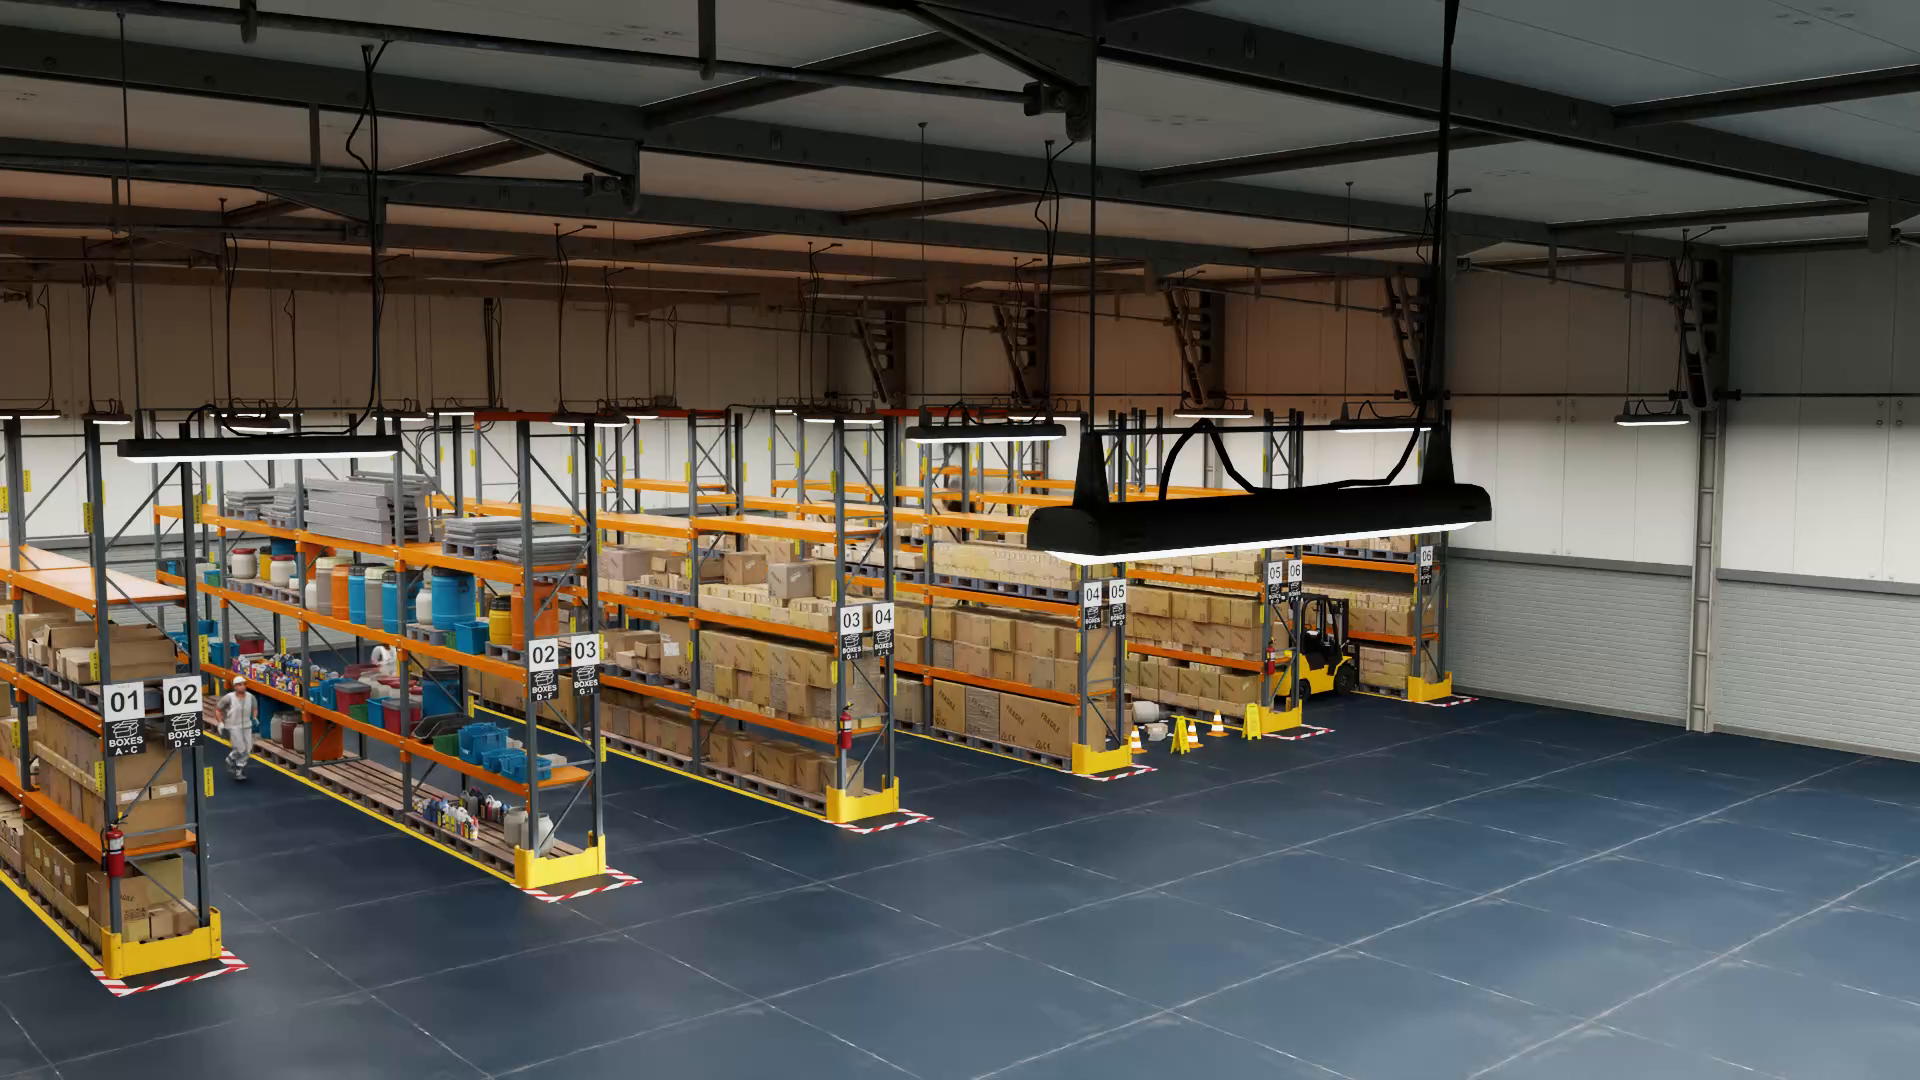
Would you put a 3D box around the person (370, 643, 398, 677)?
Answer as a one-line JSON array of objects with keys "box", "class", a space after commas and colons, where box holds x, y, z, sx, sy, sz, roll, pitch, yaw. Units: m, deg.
[{"box": [-10.989, 2.666, 31.786, 0.779, 1.851, 0.645, 4, 6, 37], "class": "person"}]

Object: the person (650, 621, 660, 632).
[{"box": [-7.775, 1.768, 42.424, 0.597, 1.701, 0.858, 4, 6, 37], "class": "person"}]

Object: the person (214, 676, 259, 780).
[{"box": [-11.753, 3.080, 27.144, 0.633, 1.732, 0.670, 4, 7, 41], "class": "person"}]
